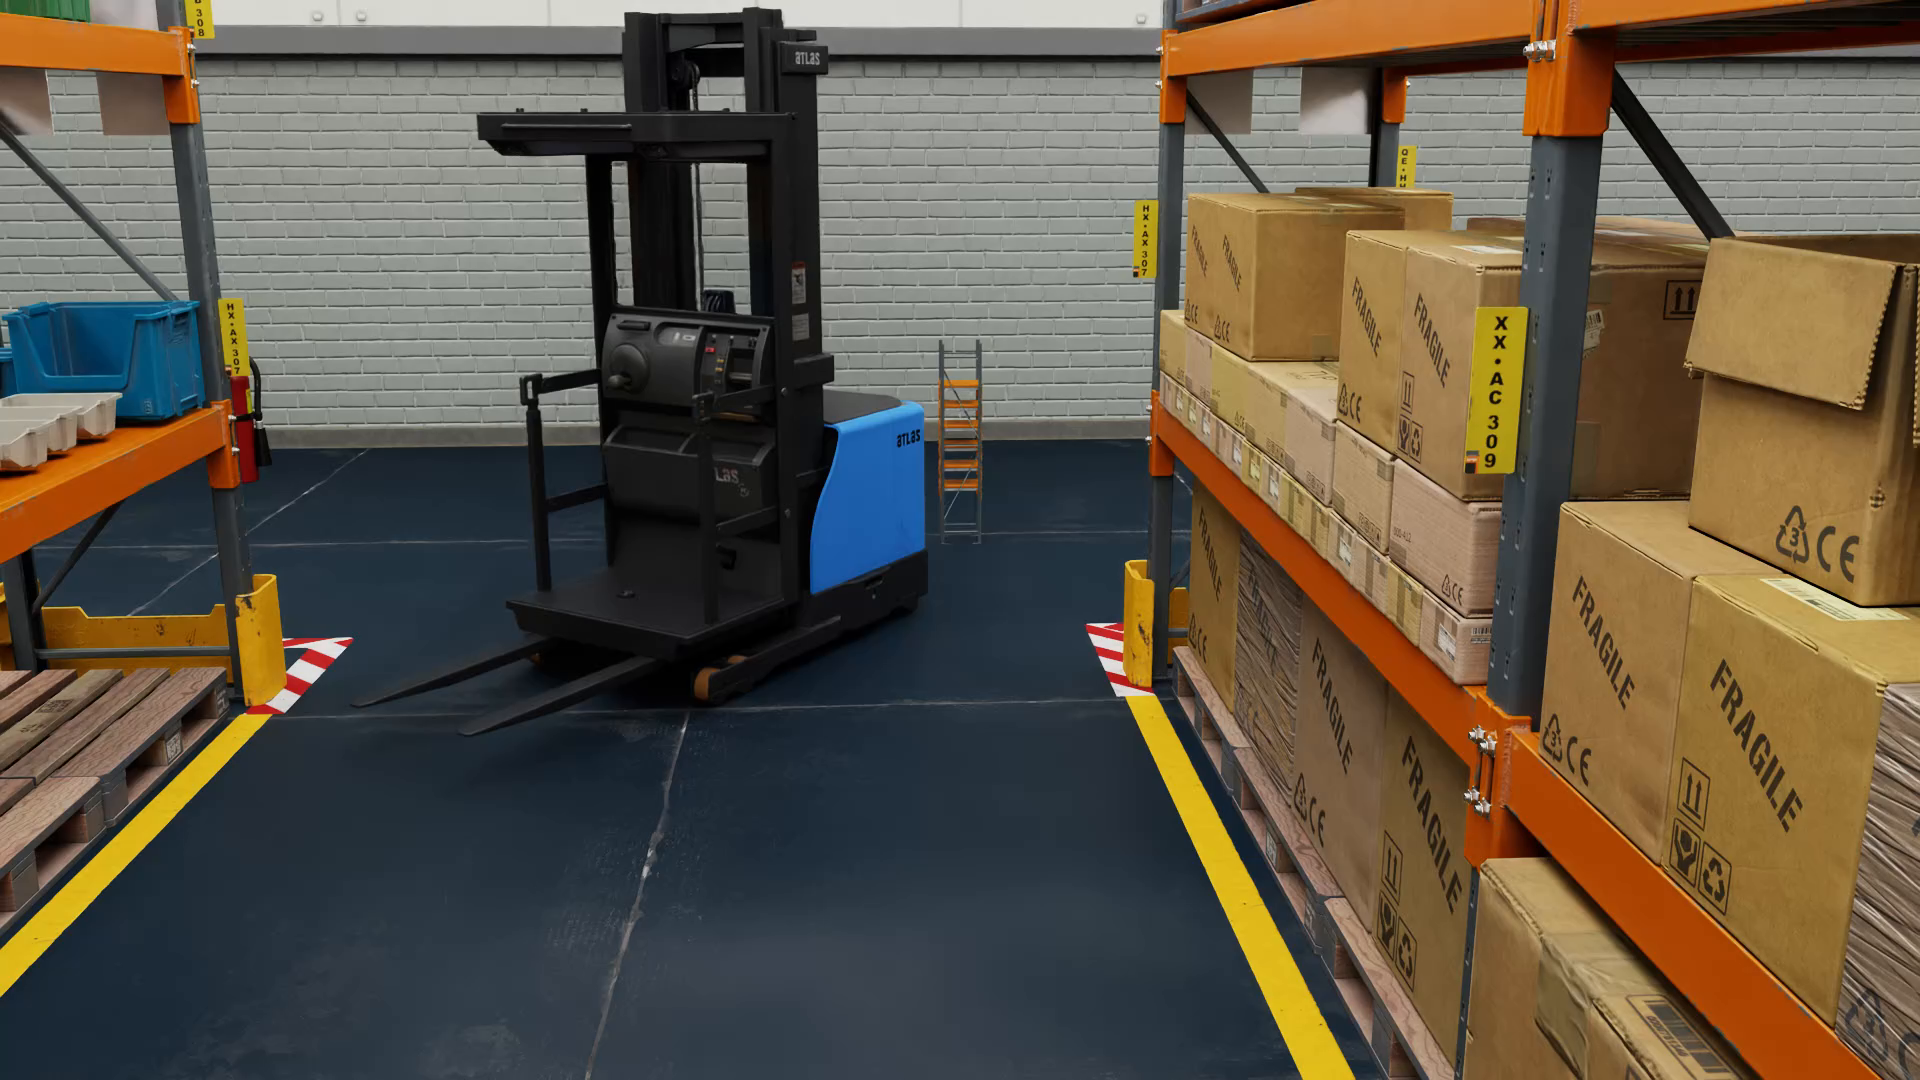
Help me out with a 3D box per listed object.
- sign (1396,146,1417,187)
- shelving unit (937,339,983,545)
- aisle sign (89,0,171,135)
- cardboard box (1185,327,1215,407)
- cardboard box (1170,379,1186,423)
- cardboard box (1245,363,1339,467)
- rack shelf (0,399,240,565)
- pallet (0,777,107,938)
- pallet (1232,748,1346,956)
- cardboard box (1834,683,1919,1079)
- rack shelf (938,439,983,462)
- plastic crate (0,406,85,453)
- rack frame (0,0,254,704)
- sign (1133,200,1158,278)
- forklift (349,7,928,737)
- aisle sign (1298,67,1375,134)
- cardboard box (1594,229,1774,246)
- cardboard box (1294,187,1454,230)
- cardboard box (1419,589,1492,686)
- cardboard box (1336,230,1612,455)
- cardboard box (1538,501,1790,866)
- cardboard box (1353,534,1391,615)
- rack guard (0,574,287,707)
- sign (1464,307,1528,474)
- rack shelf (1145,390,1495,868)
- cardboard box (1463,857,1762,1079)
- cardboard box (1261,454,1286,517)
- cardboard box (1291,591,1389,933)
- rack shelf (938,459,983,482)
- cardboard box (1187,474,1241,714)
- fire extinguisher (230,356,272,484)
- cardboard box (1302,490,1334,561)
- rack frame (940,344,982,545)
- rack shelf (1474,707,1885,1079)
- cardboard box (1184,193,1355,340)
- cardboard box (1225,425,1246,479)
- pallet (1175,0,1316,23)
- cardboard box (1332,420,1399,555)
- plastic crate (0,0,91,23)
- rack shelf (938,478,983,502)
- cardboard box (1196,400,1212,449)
[{"bbox_3d":[1.890,-1.516,7.099,0.100,0.325,0.005,-1,14,-3],"label":"sign"},{"bbox_3d":[0.001,-0.577,9.863,0.258,1.200,0.189,-1,14,-3],"label":"shelving unit"},{"bbox_3d":[-3.308,-2.040,6.720,0.394,0.787,0.004,-1,14,-3],"label":"aisle sign"},{"bbox_3d":[1.147,-0.654,6.253,0.500,0.250,0.500,-1,14,-4],"label":"cardboard box"},{"bbox_3d":[1.058,-0.557,6.674,0.380,0.149,0.250,-1,14,-4],"label":"cardboard box"},{"bbox_3d":[1.212,-0.399,5.263,0.500,0.250,0.500,-1,14,-5],"label":"cardboard box"},{"bbox_3d":[-3.472,0.087,5.113,1.077,0.370,4.000,-1,14,-3],"label":"rack shelf"},{"bbox_3d":[-3.511,1.100,5.328,1.003,0.211,1.213,-1,14,-3],"label":"pallet"},{"bbox_3d":[1.548,1.015,5.656,1.003,0.211,1.213,-1,14,-3],"label":"pallet"},{"bbox_3d":[1.437,0.479,1.945,0.500,0.500,0.500,-1,14,-5],"label":"cardboard box"},{"bbox_3d":[0.001,-0.534,9.874,0.258,0.103,0.180,-1,14,-3],"label":"rack shelf"},{"bbox_3d":[-3.361,-0.388,5.923,0.396,0.136,0.243,-1,14,-3],"label":"plastic crate"},{"bbox_3d":[-3.596,-0.759,6.956,1.000,3.000,0.127,-1,14,-3],"label":"rack frame"},{"bbox_3d":[0.793,-1.286,7.108,0.100,0.325,0.005,-1,14,-3],"label":"sign"},{"bbox_3d":[-1.359,-0.832,7.378,1.130,2.935,3.031,9,17,30],"label":"forklift"},{"bbox_3d":[1.643,-2.117,7.017,0.394,0.787,0.004,-1,14,-3],"label":"aisle sign"},{"bbox_3d":[1.798,-0.521,4.230,0.500,0.500,0.500,-1,14,-3],"label":"cardboard box"},{"bbox_3d":[1.640,-1.153,6.687,0.500,0.500,0.500,-1,14,-3],"label":"cardboard box"},{"bbox_3d":[1.250,0.210,3.694,0.380,0.149,0.250,-1,14,-3],"label":"cardboard box"},{"bbox_3d":[1.273,-0.510,4.188,0.500,0.500,0.500,-1,14,-3],"label":"cardboard box"},{"bbox_3d":[1.374,0.229,2.915,0.500,0.500,0.500,-1,14,-3],"label":"cardboard box"},{"bbox_3d":[1.218,0.082,4.191,0.380,0.149,0.250,-1,14,-4],"label":"cardboard box"},{"bbox_3d":[-3.610,0.446,7.290,1.175,0.500,0.348,-1,14,-3],"label":"rack guard"},{"bbox_3d":[1.042,-0.289,3.235,0.100,0.325,0.005,-1,14,-3],"label":"sign"},{"bbox_3d":[1.472,0.010,5.410,1.077,0.370,4.000,-1,14,-3],"label":"rack shelf"},{"bbox_3d":[1.655,1.144,2.982,1.225,0.875,0.875,-1,14,-3],"label":"cardboard box"},{"bbox_3d":[1.155,-0.173,5.182,0.380,0.149,0.250,-1,14,-3],"label":"cardboard box"},{"bbox_3d":[1.579,0.596,5.112,0.875,0.875,0.875,-1,14,-3],"label":"cardboard box"},{"bbox_3d":[0.001,-0.418,9.904,0.258,0.103,0.180,-1,14,-3],"label":"rack shelf"},{"bbox_3d":[1.467,0.148,6.852,0.875,0.875,0.875,-1,14,-3],"label":"cardboard box"},{"bbox_3d":[-3.152,-0.585,7.186,0.296,0.674,0.183,-1,14,-3],"label":"fire extinguisher"},{"bbox_3d":[1.185,-0.046,4.688,0.380,0.149,0.250,-1,14,-2],"label":"cardboard box"},{"bbox_3d":[0.007,-0.555,9.774,0.240,1.200,0.006,-1,14,-3],"label":"rack frame"},{"bbox_3d":[1.719,1.005,1.544,1.077,0.370,4.000,-1,14,-3],"label":"rack shelf"},{"bbox_3d":[1.139,-1.022,6.178,0.500,0.500,0.500,-1,14,-5],"label":"cardboard box"},{"bbox_3d":[1.122,-0.301,5.679,0.380,0.149,0.250,-1,14,-4],"label":"cardboard box"},{"bbox_3d":[1.404,-2.061,6.174,1.003,0.211,1.213,-1,14,-3],"label":"pallet"},{"bbox_3d":[1.272,-0.146,4.280,0.500,0.250,0.500,0,14,-2],"label":"cardboard box"},{"bbox_3d":[-3.250,-1.868,5.673,0.450,0.188,0.336,-1,14,-3],"label":"plastic crate"},{"bbox_3d":[0.001,-0.302,9.934,0.258,0.103,0.180,-1,14,-3],"label":"rack shelf"},{"bbox_3d":[1.091,-0.428,6.175,0.380,0.149,0.250,-1,14,-4],"label":"cardboard box"}]
